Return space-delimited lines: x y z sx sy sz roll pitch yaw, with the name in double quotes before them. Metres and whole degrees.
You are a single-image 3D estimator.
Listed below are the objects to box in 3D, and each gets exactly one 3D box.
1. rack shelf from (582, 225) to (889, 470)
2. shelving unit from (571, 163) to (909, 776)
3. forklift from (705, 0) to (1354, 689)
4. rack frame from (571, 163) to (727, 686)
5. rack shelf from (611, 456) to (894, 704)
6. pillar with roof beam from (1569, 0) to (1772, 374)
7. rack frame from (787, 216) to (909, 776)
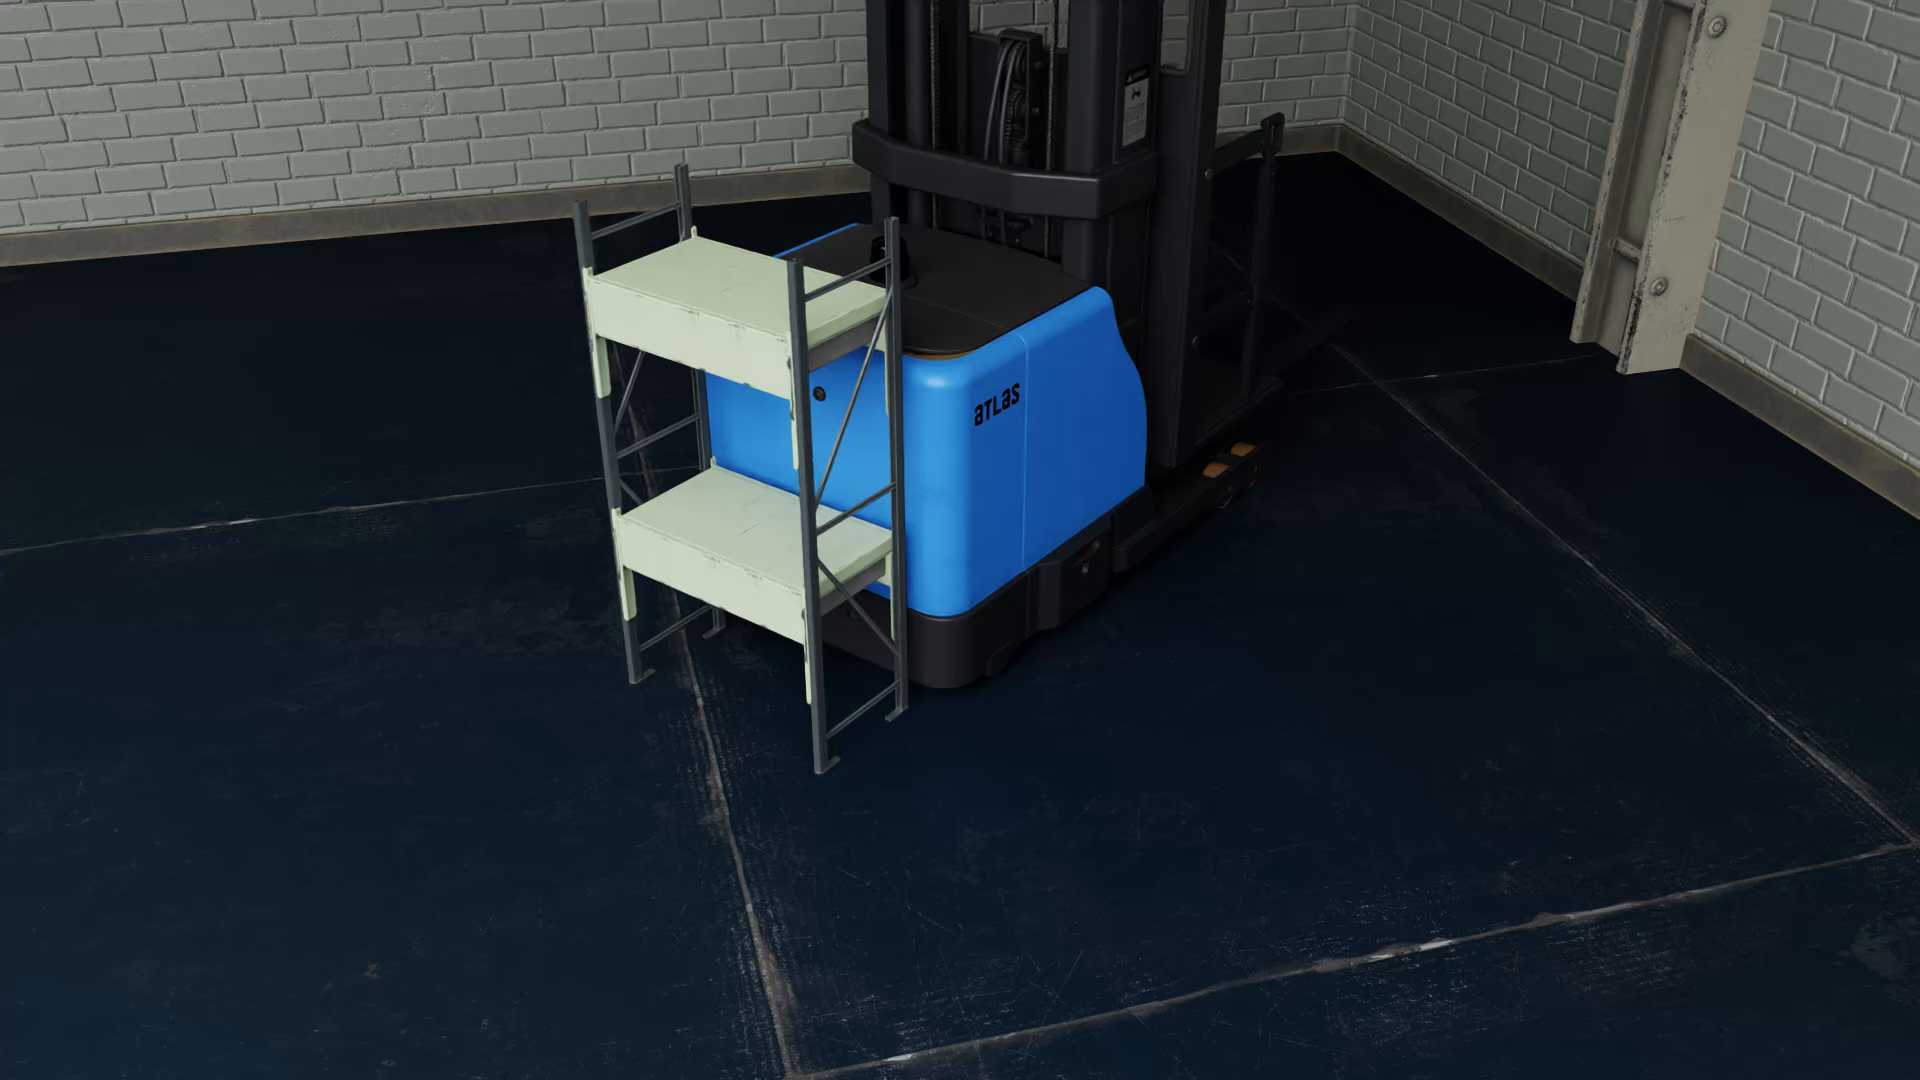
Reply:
"rack shelf" -0.572 -0.523 4.378 0.720 0.370 0.431 20 36 31
"shelving unit" -0.572 -0.186 4.574 0.755 1.500 0.431 20 36 31
"forklift" 0.467 -1.513 5.439 1.130 2.935 3.031 21 36 31
"rack frame" -0.867 -0.294 4.762 0.023 1.500 0.400 20 36 31
"rack shelf" -0.572 0.096 4.737 0.720 0.370 0.431 20 36 31
"pillar with roof beam" -1.288 -4.129 3.901 9.100 9.000 0.400 -8 31 -13
"rack frame" -0.278 -0.077 4.386 0.023 1.500 0.400 20 36 31
